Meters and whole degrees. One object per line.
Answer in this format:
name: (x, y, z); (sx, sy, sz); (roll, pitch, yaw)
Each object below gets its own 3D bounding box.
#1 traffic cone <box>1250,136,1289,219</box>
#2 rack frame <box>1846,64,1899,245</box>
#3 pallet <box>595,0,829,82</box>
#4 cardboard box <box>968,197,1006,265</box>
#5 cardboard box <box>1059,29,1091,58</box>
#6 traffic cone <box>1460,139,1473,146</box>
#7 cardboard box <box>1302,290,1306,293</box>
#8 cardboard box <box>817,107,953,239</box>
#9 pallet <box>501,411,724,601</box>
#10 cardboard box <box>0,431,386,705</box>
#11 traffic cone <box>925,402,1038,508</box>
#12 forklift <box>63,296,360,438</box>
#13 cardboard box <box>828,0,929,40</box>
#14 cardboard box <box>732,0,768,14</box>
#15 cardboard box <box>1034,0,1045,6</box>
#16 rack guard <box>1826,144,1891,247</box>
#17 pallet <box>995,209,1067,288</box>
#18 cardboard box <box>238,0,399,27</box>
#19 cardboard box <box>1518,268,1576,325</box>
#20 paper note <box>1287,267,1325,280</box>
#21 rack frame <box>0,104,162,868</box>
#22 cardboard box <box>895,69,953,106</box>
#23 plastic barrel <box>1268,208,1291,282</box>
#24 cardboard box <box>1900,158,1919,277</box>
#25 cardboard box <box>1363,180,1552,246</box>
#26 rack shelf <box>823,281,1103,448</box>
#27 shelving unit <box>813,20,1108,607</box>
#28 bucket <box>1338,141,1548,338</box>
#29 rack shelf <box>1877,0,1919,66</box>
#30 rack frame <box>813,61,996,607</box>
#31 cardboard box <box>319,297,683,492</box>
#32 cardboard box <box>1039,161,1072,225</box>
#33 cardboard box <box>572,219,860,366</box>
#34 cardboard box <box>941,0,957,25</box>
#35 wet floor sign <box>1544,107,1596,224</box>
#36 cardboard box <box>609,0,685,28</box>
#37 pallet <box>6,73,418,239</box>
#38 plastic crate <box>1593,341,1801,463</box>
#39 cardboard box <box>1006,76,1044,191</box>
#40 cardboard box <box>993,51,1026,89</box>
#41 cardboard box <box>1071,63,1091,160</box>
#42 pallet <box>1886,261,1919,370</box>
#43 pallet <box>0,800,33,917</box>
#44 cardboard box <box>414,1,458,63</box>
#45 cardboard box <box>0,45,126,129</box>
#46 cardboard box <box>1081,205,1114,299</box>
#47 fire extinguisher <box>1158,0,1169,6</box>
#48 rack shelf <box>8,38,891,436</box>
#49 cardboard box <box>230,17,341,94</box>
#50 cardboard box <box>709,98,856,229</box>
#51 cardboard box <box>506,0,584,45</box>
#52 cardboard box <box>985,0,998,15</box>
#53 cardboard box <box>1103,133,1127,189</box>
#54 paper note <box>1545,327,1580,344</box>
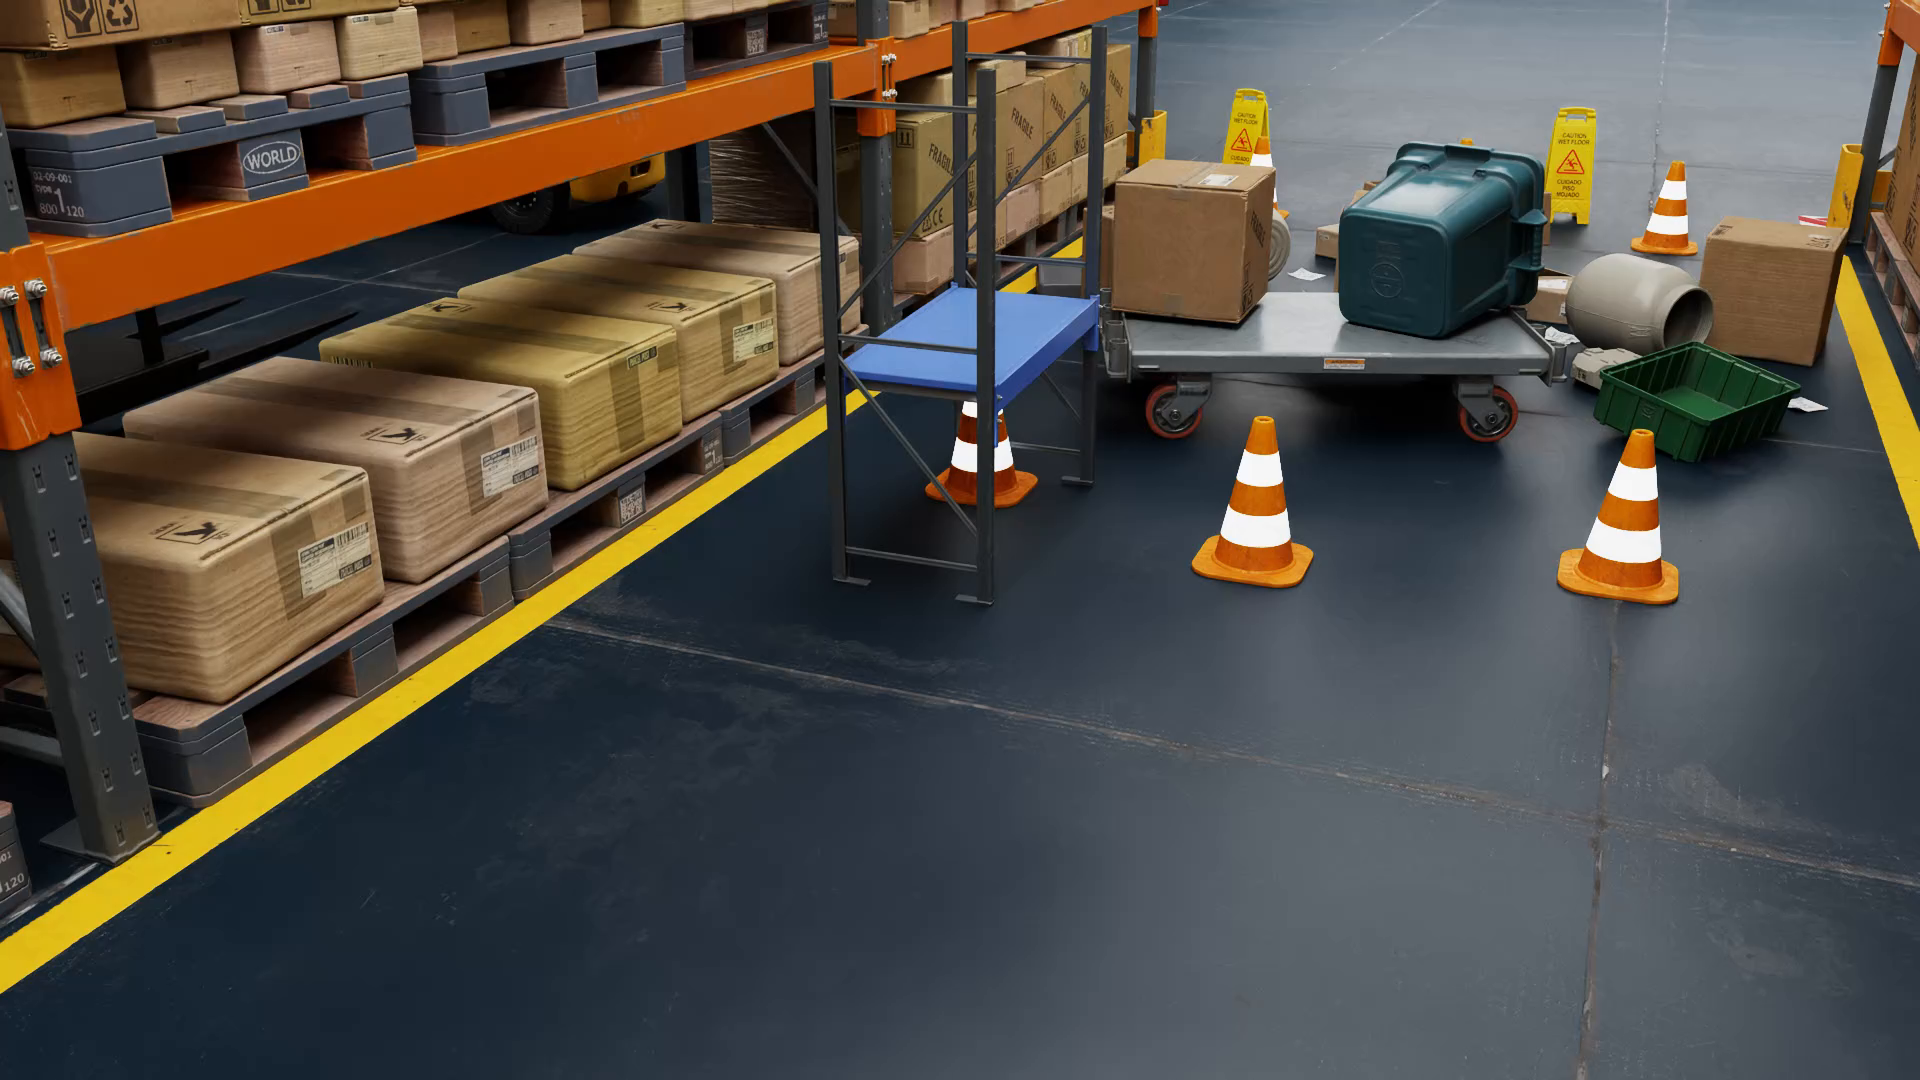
traffic cone: (1.759, -2.129, 9.747); (0.336, 0.463, 0.334); (9, 24, 20)
rack frame: (5.354, -2.966, 8.458); (1.000, 3.000, 0.127); (9, 24, 20)
pallet: (-1.184, -1.866, 6.073); (1.003, 0.211, 1.213); (9, 24, 20)
cardboard box: (-0.107, -1.497, 7.965); (0.500, 0.250, 0.500); (10, 25, 23)
cardboard box: (0.495, -2.654, 8.920); (0.380, 0.149, 0.250); (9, 24, 21)
traffic cone: (2.916, -2.092, 9.658); (0.336, 0.463, 0.334); (9, 24, 20)
cardboard box: (1.531, -0.929, 7.131); (0.258, 0.266, 0.396); (-7, 24, -17)
cardboard box: (-0.295, -1.650, 7.359); (0.500, 0.500, 0.500); (10, 25, 23)
pallet: (-1.504, -0.203, 5.463); (1.003, 0.211, 1.213); (9, 24, 20)
cardboard box: (-2.031, 0.043, 4.121); (0.950, 0.372, 0.625); (7, 24, 16)
traffic cone: (0.074, -0.392, 5.588); (0.336, 0.463, 0.334); (9, 24, 20)
forklift: (-3.362, -1.612, 5.305); (1.130, 2.935, 3.031); (8, 24, 19)
cardboard box: (-0.350, -2.158, 6.850); (0.380, 0.149, 0.250); (9, 24, 20)
cardboard box: (-0.876, -1.872, 5.620); (0.380, 0.149, 0.250); (8, 24, 19)
cardboard box: (0.202, -2.708, 8.168); (0.380, 0.149, 0.250); (9, 24, 20)
rack guard: (5.363, -1.821, 8.961); (1.175, 0.500, 0.348); (9, 24, 20)
pallet: (-0.096, -1.604, 8.815); (1.003, 0.211, 1.213); (9, 24, 20)
cardboard box: (-1.682, -1.468, 3.812); (0.500, 0.500, 0.500); (10, 25, 23)
cardboard box: (2.797, -1.151, 7.662); (0.396, 0.266, 0.258); (13, 26, 29)
paper note: (1.763, -1.357, 8.474); (0.148, 0.019, 0.142); (19, 29, 38)
rack frame: (-2.251, -0.775, 3.215); (1.000, 3.000, 0.127); (9, 24, 20)
cardboard box: (-0.193, -1.986, 7.320); (0.380, 0.149, 0.250); (9, 24, 21)
plastic barrel: (1.359, -1.494, 8.276); (0.421, 0.421, 0.512); (-12, 25, -26)
cardboard box: (4.839, -1.612, 7.429); (0.875, 0.875, 0.875); (8, 24, 19)
cardboard box: (2.419, -1.495, 8.177); (0.797, 0.503, 0.637); (-7, 24, -17)
rack shelf: (0.038, -0.561, 5.094); (0.538, 0.185, 1.000); (8, 25, 19)
shelving unit: (0.037, -0.726, 5.023); (0.538, 1.500, 1.048); (8, 25, 19)
bucket: (1.779, -1.104, 6.276); (0.726, 0.611, 0.620); (19, 39, 38)
rack shelf: (4.612, -1.918, 6.883); (1.077, 0.370, 4.000); (9, 24, 20)
rack frame: (-0.143, -0.536, 4.587); (0.500, 1.500, 0.032); (8, 25, 19)
cardboard box: (-1.478, -0.493, 5.403); (0.950, 0.372, 0.625); (10, 25, 22)
cardboard box: (0.282, -1.863, 8.841); (0.500, 0.250, 0.500); (8, 24, 18)
cardboard box: (-0.957, -1.000, 6.617); (0.950, 0.372, 0.625); (9, 24, 21)
cardboard box: (-0.234, -2.355, 7.322); (0.380, 0.149, 0.250); (9, 24, 20)
wet floor sign: (3.527, -2.173, 9.615); (0.267, 0.644, 0.232); (5, 23, 11)
cardboard box: (-1.092, -1.698, 5.204); (0.380, 0.149, 0.250); (9, 24, 20)
pallet: (-2.085, -0.957, 3.899); (1.213, 0.211, 1.003); (9, 24, 20)
plastic crate: (2.717, -0.513, 6.160); (0.662, 0.188, 0.450); (-17, 38, -35)
cardboard box: (0.087, -2.029, 8.265); (0.500, 0.500, 0.500); (10, 25, 23)
cardboard box: (0.094, -2.267, 7.993); (0.380, 0.149, 0.250); (10, 25, 23)
cardboard box: (0.475, -2.398, 9.149); (0.500, 0.500, 0.500); (10, 25, 22)
pallet: (4.675, -0.947, 7.242); (1.003, 0.211, 1.213); (9, 24, 20)
pallet: (-2.613, 0.783, 3.102); (1.003, 0.211, 1.213); (9, 24, 20)
cardboard box: (-1.538, -1.323, 4.308); (0.380, 0.149, 0.250); (10, 25, 23)
cardboard box: (-1.957, -0.943, 3.397); (0.380, 0.149, 0.250); (7, 24, 17)
cardboard box: (0.897, -1.243, 7.574); (0.500, 0.500, 0.500); (-12, 25, -26)
fire extinguisher: (1.191, -3.577, 10.023); (0.296, 0.674, 0.183); (9, 24, 20)
rack shelf: (-1.508, -1.159, 5.067); (1.077, 0.370, 4.000); (9, 24, 20)
cardboard box: (-1.677, -1.131, 3.846); (0.380, 0.149, 0.250); (7, 24, 17)
cardboard box: (-0.794, -1.728, 7.545); (0.500, 0.500, 0.500); (8, 24, 19)
cardboard box: (-1.312, -1.514, 4.765); (0.380, 0.149, 0.250); (10, 25, 22)
cardboard box: (-0.040, -2.538, 7.761); (0.380, 0.149, 0.250); (9, 24, 20)
cardboard box: (0.662, -2.227, 9.712); (0.500, 0.250, 0.500); (9, 24, 20)
paper note: (2.674, -0.909, 7.396); (0.172, 0.023, 0.155); (19, 29, 38)
